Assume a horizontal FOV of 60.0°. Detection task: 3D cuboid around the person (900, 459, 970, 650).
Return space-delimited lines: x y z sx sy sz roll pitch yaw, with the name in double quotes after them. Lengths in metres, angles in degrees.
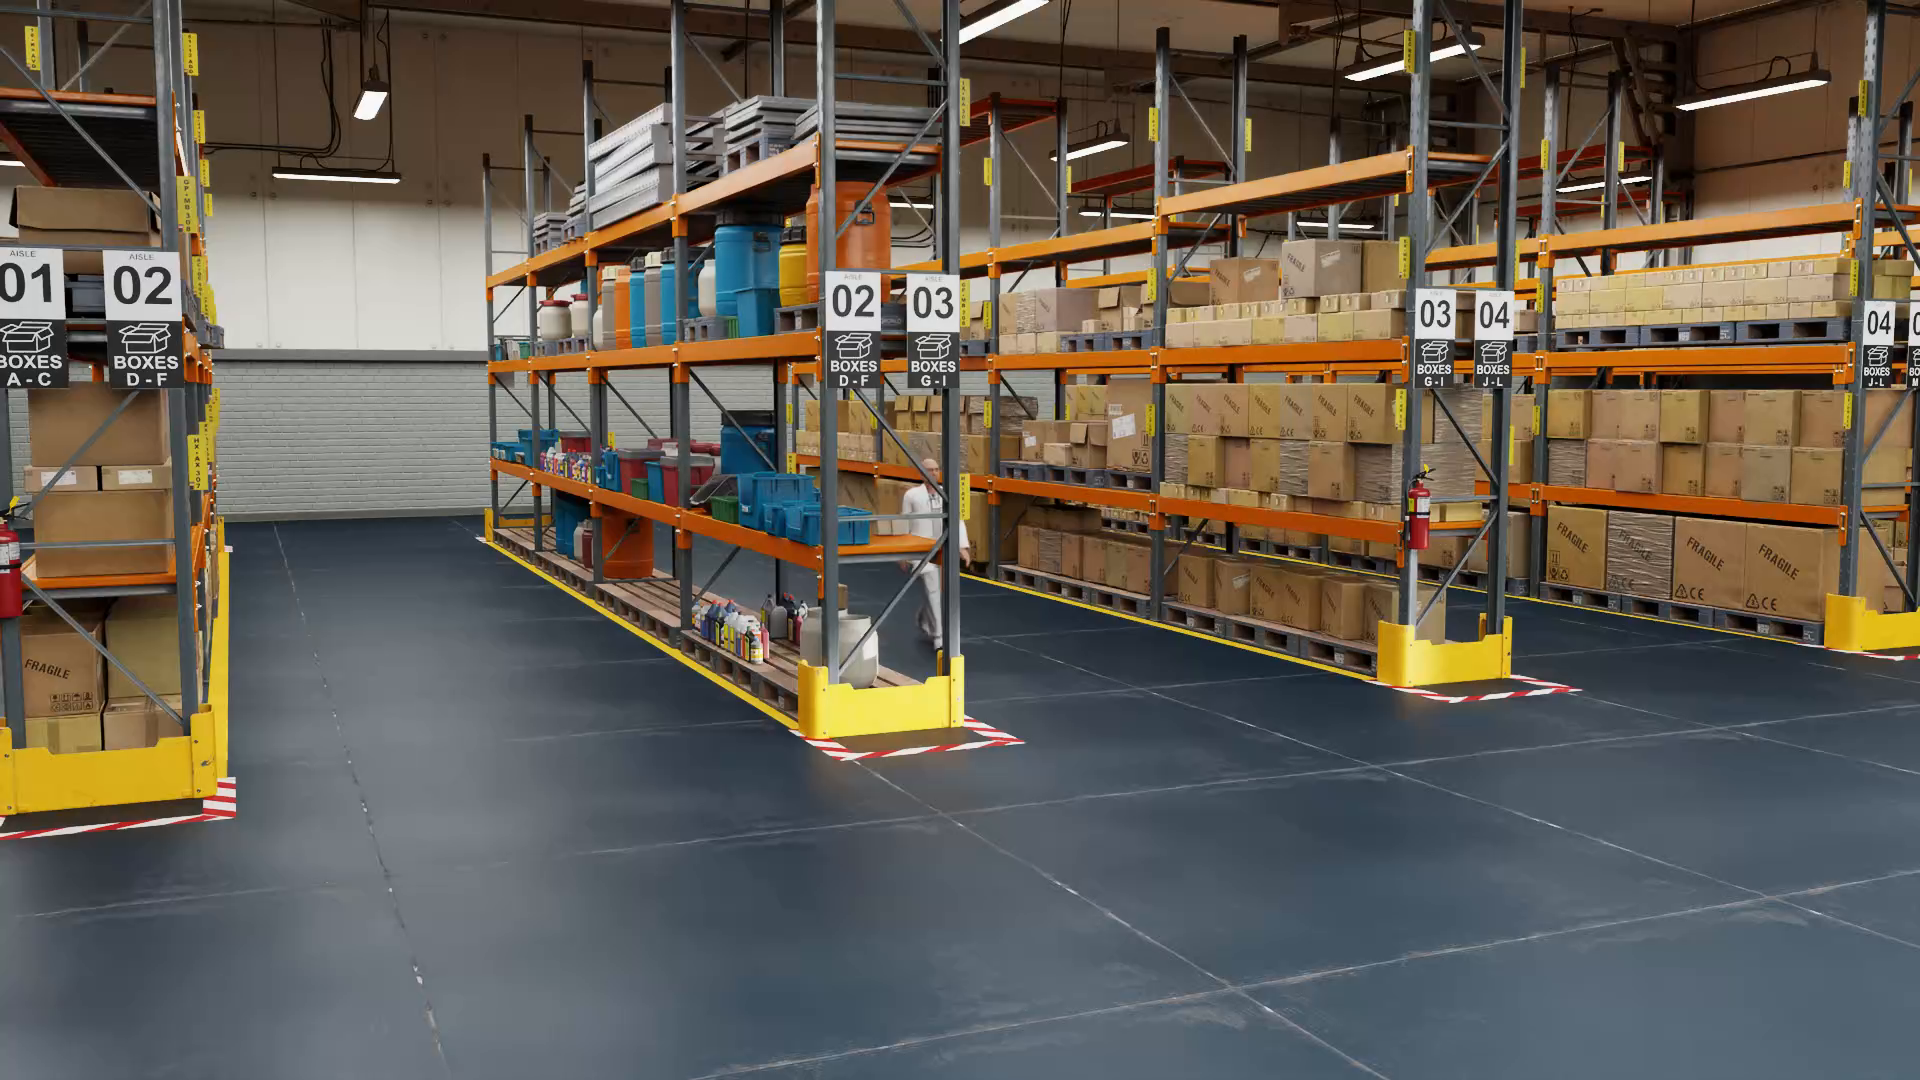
-0.234 0.113 15.455 0.609 1.733 1.102 -2 6 -21 "person"
